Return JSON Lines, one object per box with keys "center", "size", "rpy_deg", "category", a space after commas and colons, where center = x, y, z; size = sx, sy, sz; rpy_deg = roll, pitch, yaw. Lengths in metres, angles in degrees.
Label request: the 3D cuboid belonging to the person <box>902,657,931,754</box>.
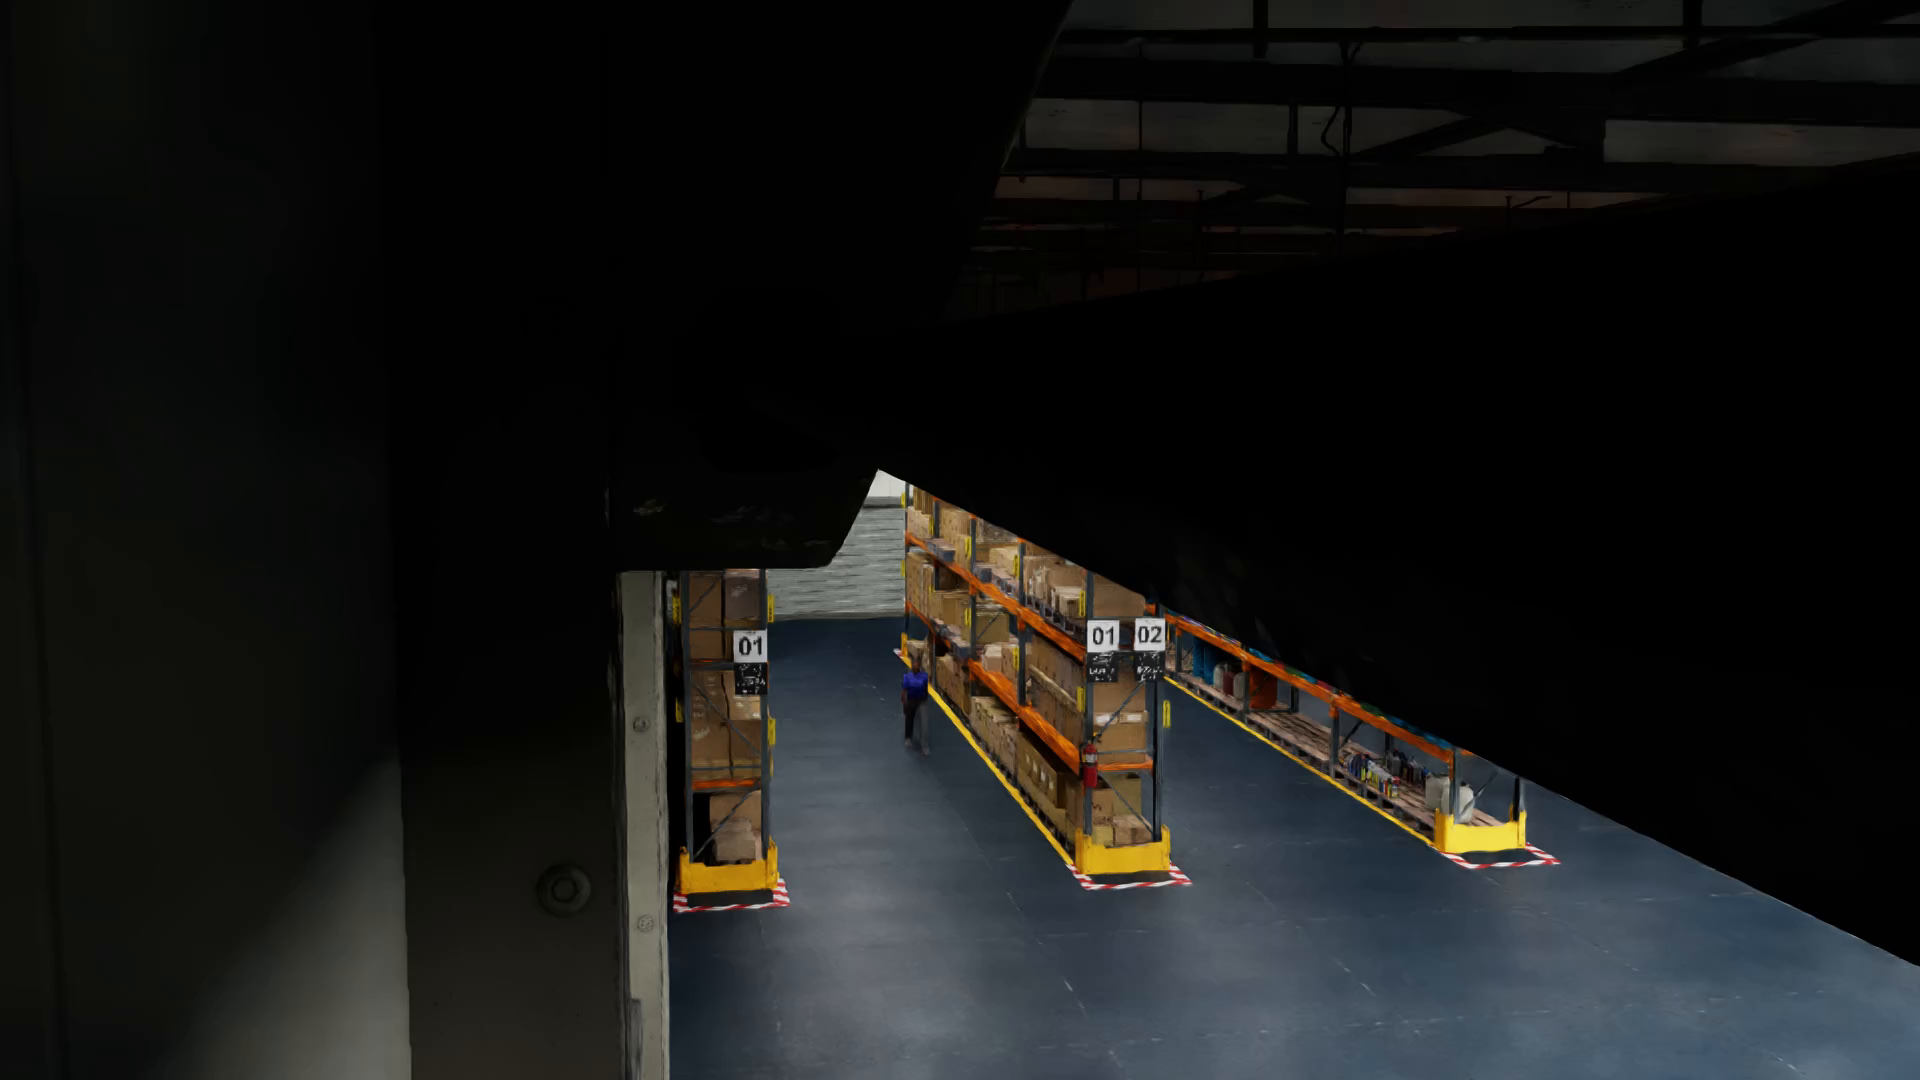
{"center": [-0.739, 2.689, 27.429], "size": [0.447, 1.574, 1.088], "rpy_deg": [-1, 6, -8], "category": "person"}
